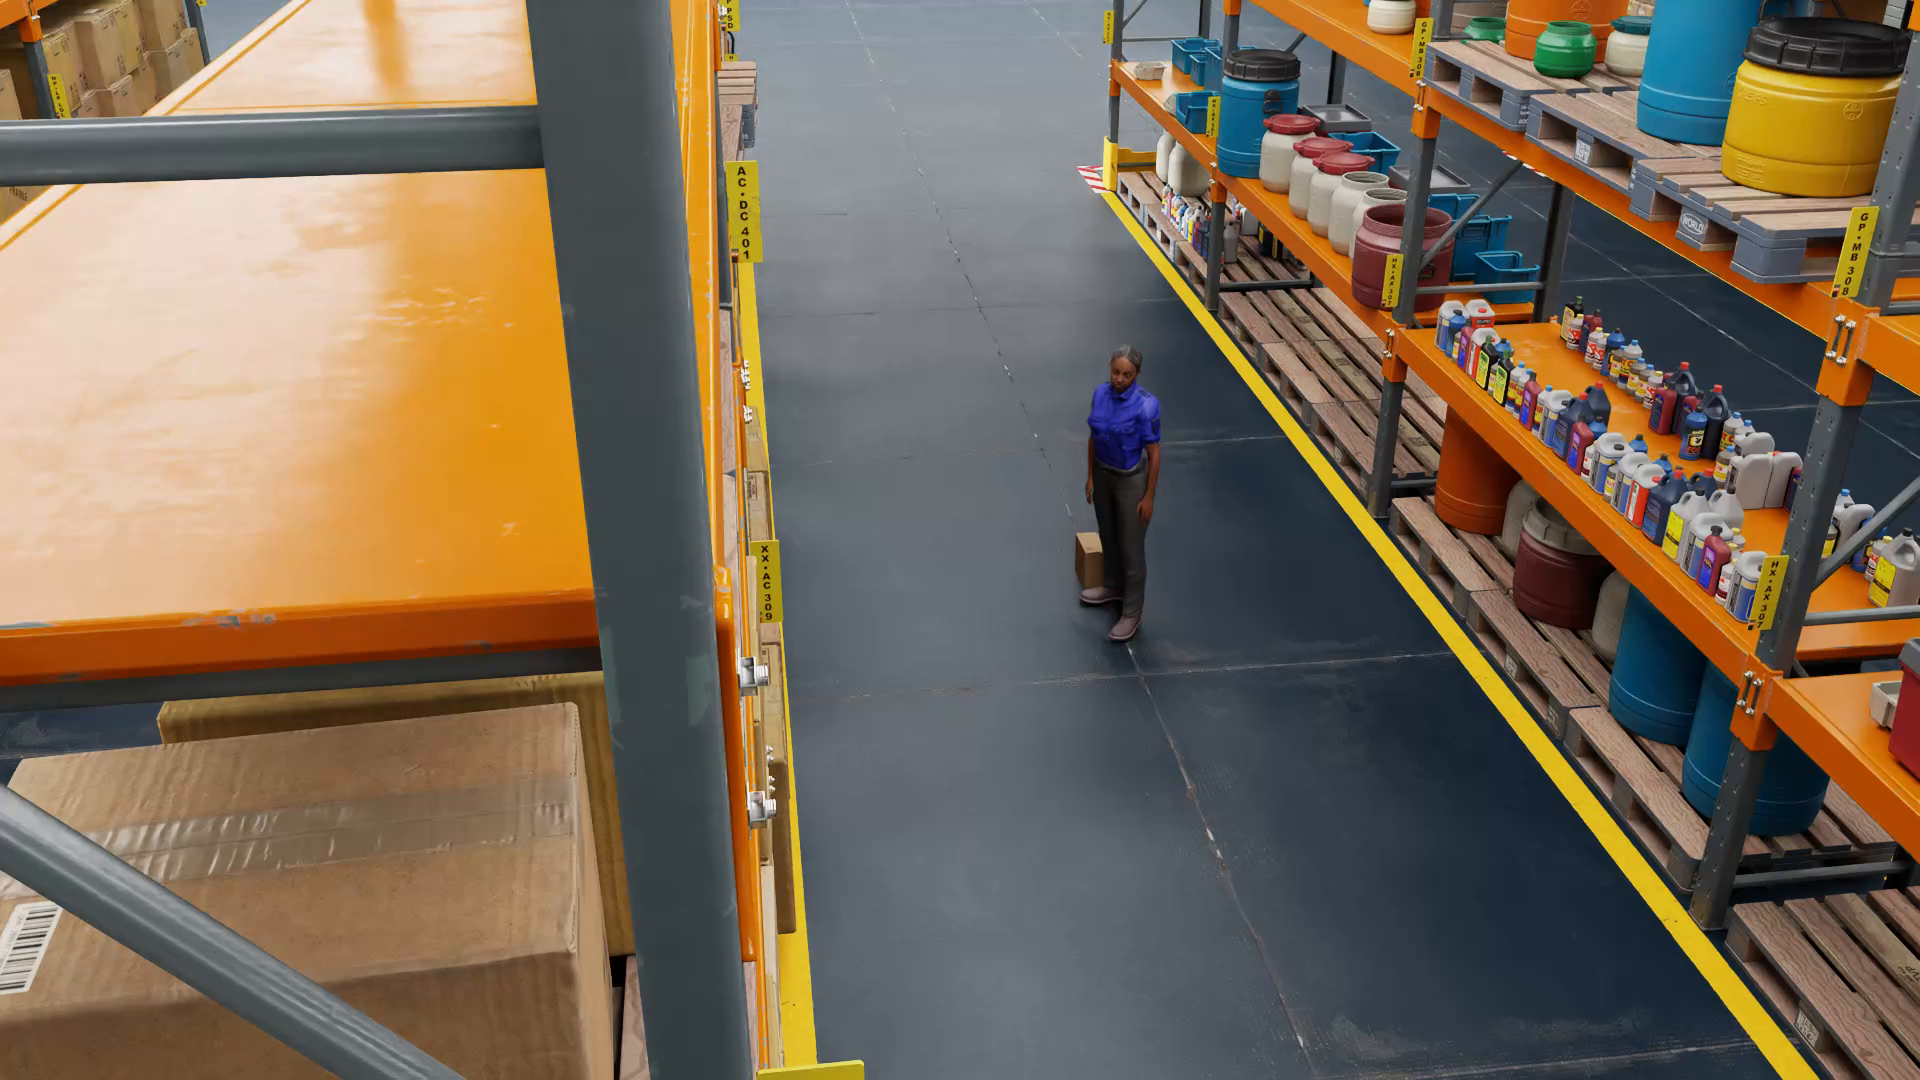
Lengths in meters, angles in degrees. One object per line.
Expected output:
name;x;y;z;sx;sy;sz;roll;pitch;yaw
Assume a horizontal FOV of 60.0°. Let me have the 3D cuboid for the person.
person;0.867;-0.279;9.137;0.504;1.656;0.519;22;35;36
